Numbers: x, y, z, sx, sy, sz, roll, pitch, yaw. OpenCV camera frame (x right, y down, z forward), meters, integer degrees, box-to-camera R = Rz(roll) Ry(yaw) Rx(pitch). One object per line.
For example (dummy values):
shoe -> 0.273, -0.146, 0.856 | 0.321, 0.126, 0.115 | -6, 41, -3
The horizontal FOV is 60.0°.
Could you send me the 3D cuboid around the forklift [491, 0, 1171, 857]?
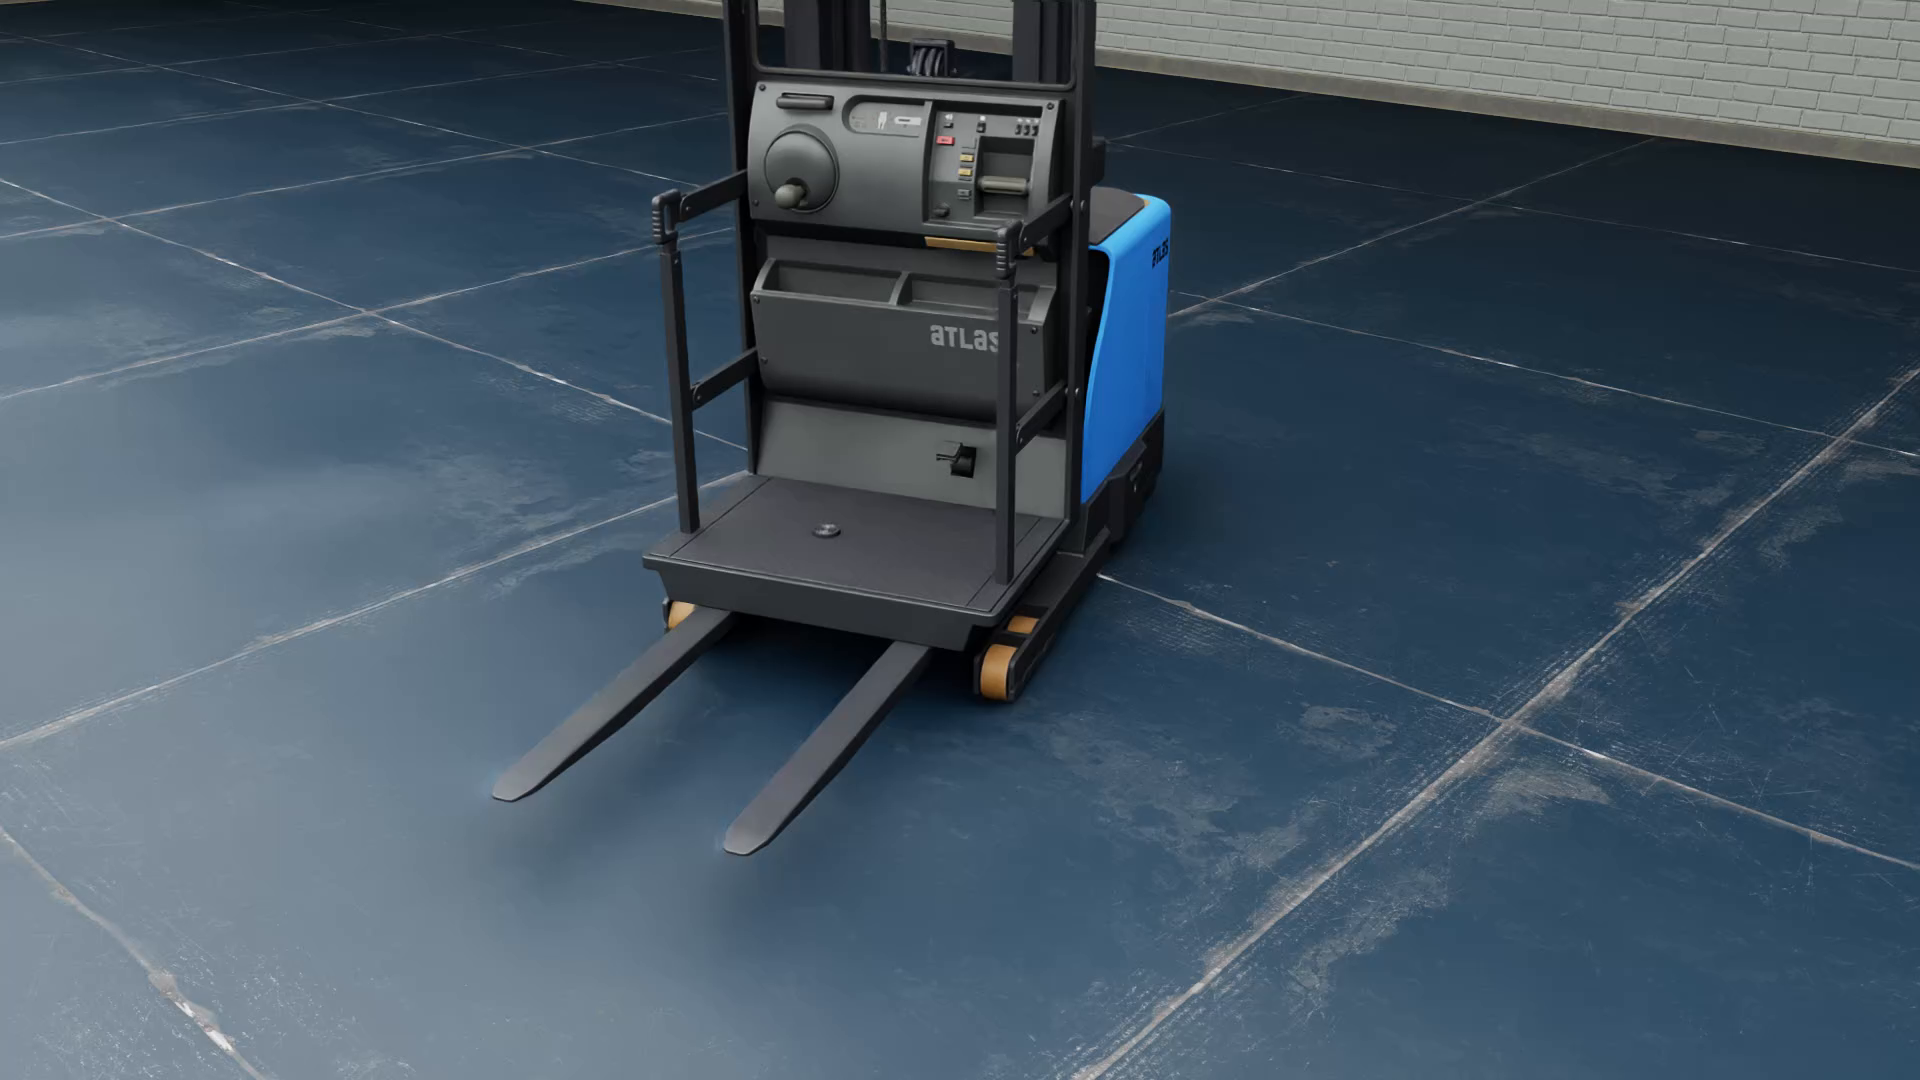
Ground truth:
forklift -> -0.246, -1.068, 4.549 | 1.130, 2.935, 3.031 | 9, 26, 19
